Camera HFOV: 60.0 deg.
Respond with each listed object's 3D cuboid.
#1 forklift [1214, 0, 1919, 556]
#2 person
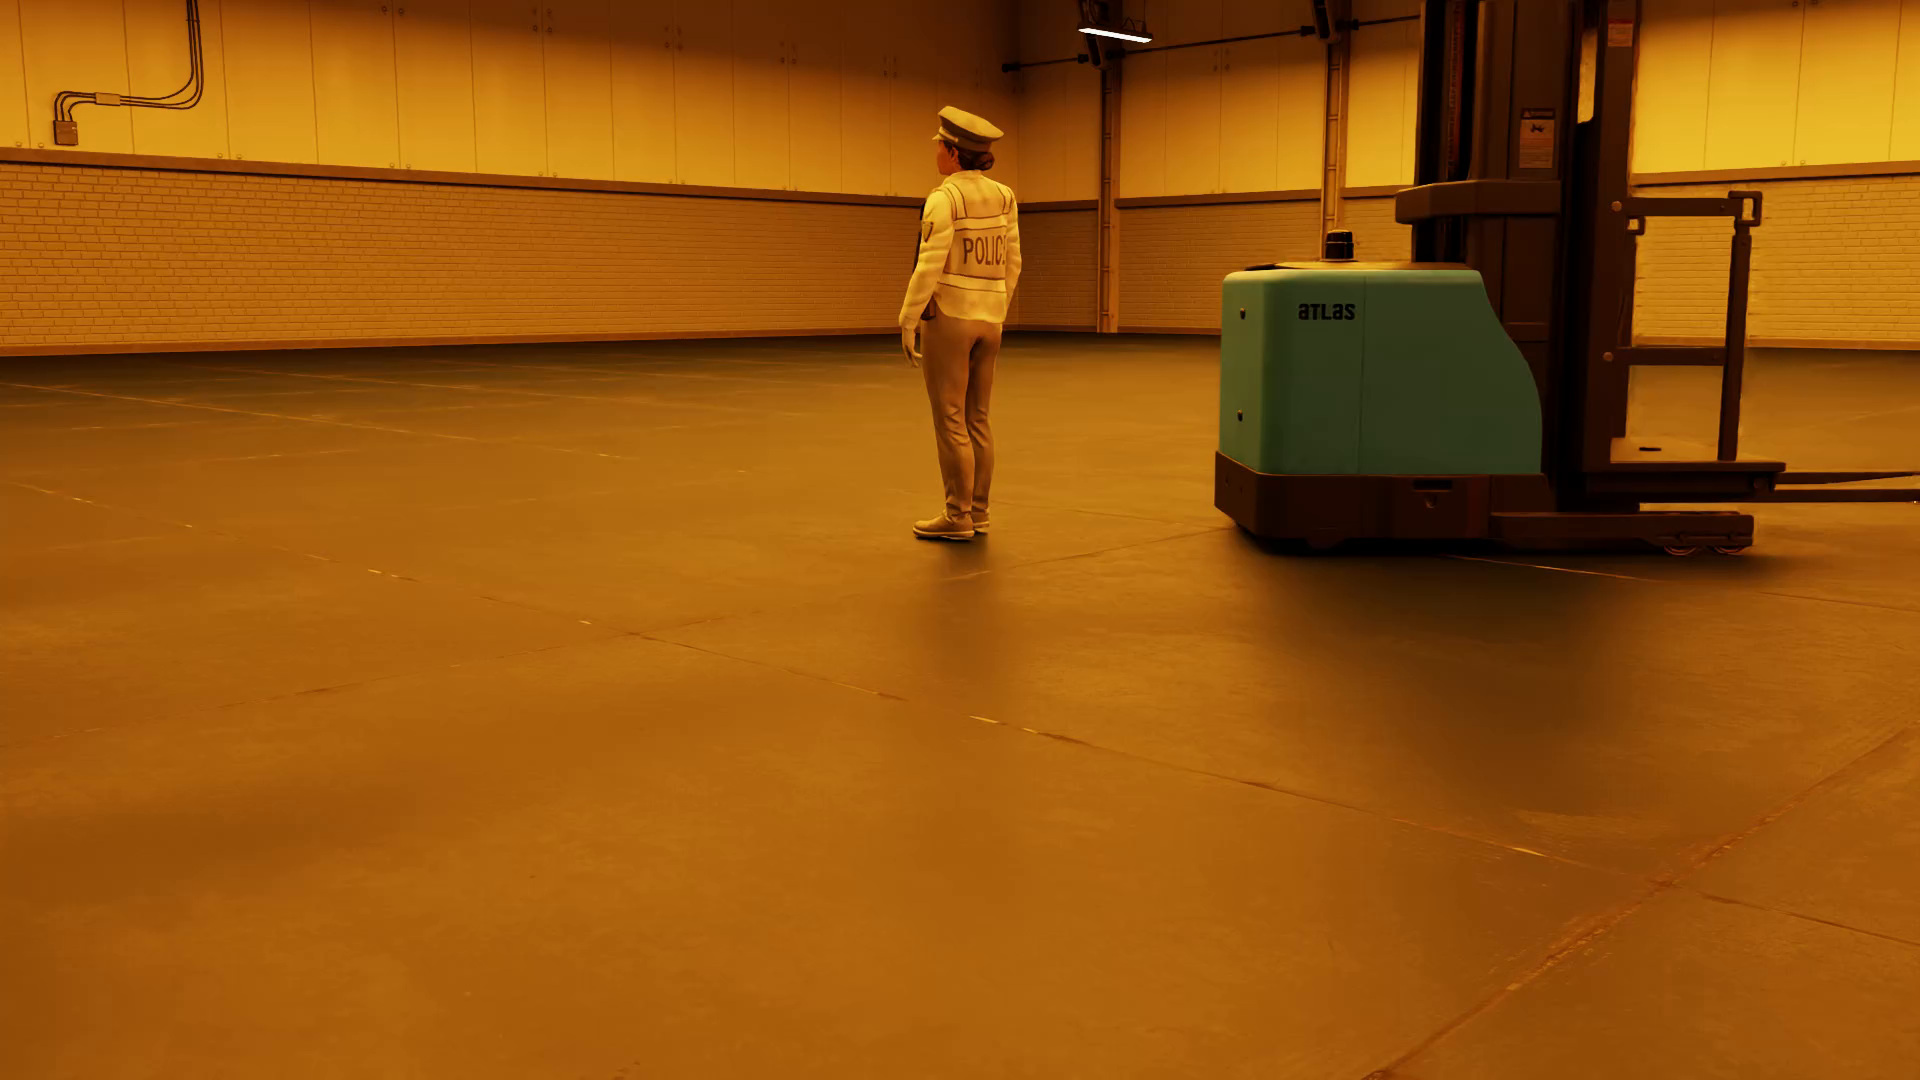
[{"bbox_3d":[2.629,-1.468,6.622,3.031,2.935,1.130,0,9,-2],"label":"forklift"},{"bbox_3d":[-0.044,-0.852,6.641,0.533,1.697,0.588,8,12,43],"label":"person"}]
